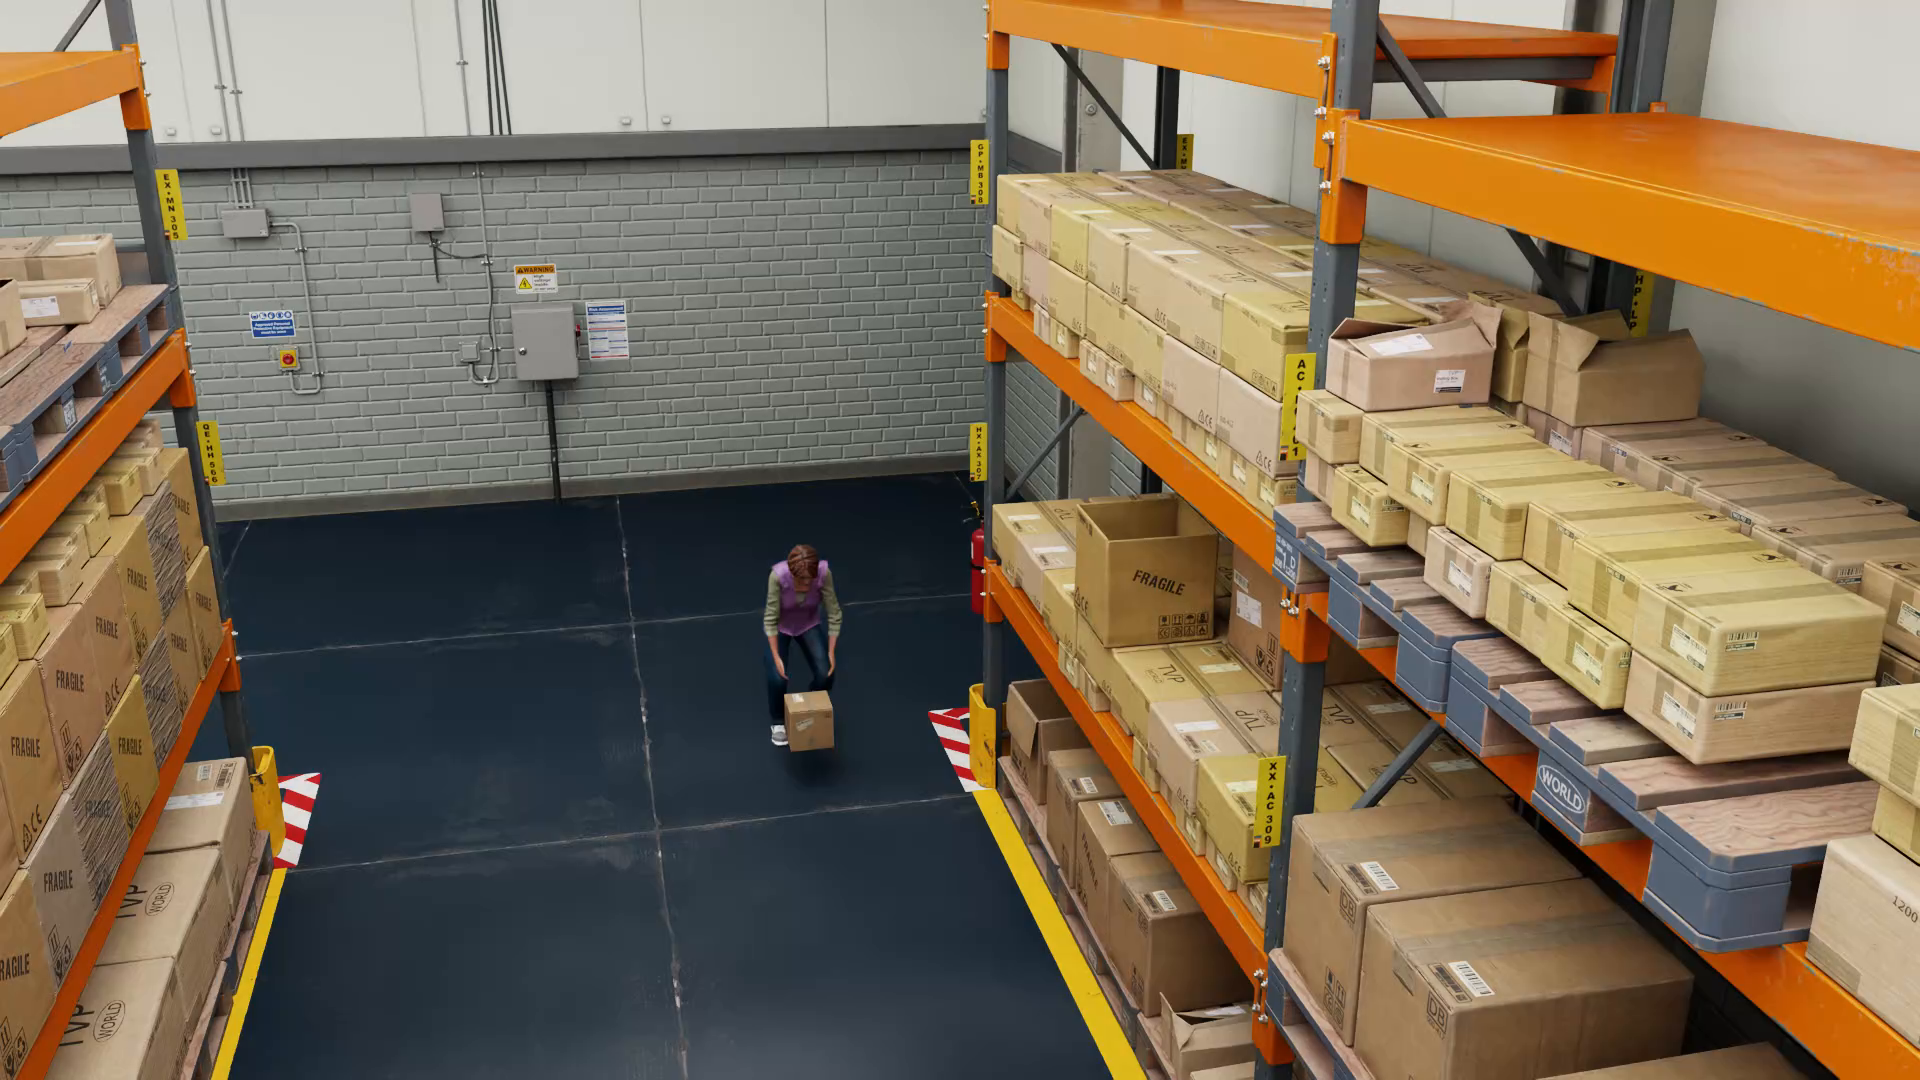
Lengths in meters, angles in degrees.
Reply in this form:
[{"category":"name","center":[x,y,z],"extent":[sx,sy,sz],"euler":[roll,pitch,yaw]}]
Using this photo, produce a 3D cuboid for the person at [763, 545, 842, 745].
[{"category":"person","center":[-0.941,0.586,9.882],"extent":[0.462,1.325,0.639],"euler":[-4,20,-12]}]
